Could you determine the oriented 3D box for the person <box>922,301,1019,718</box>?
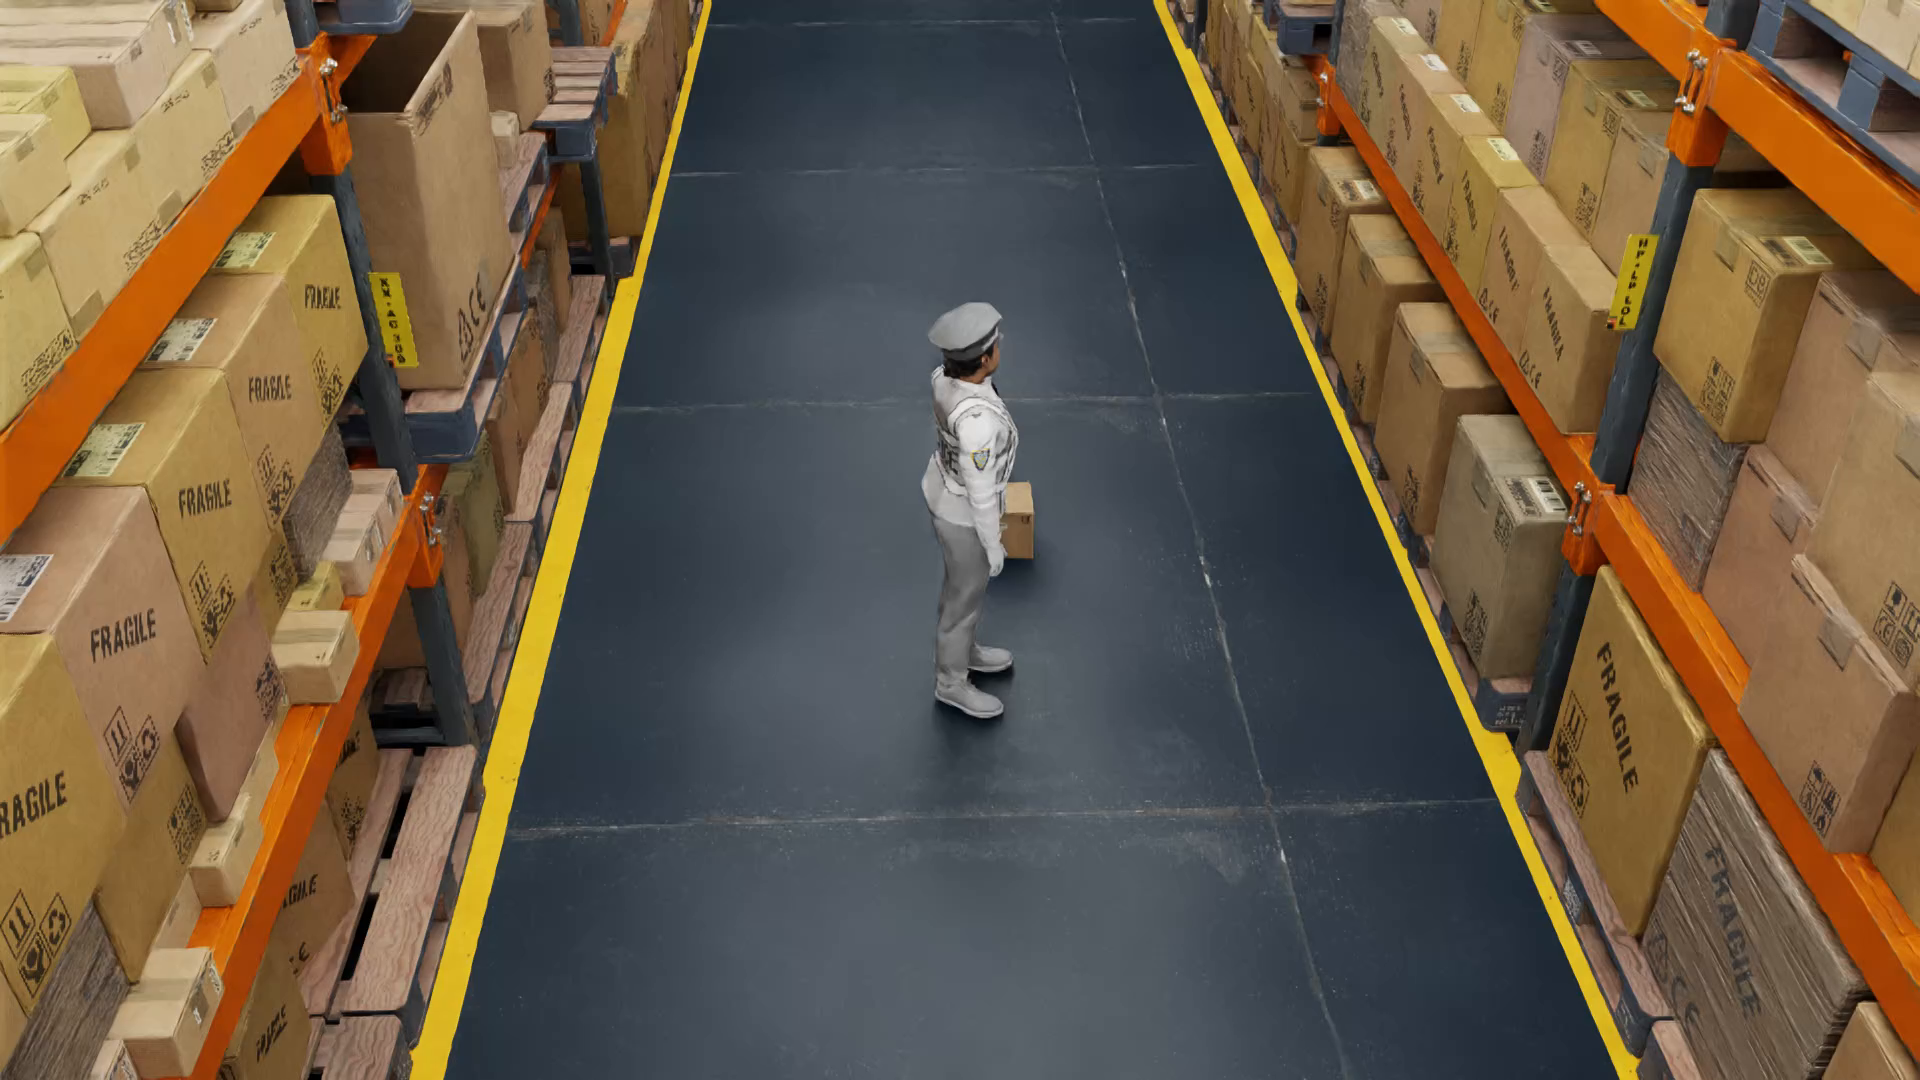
[{"bbox_3d":[0.054,-0.108,6.240,0.372,1.694,0.528,-8,36,-11],"label":"person"}]
